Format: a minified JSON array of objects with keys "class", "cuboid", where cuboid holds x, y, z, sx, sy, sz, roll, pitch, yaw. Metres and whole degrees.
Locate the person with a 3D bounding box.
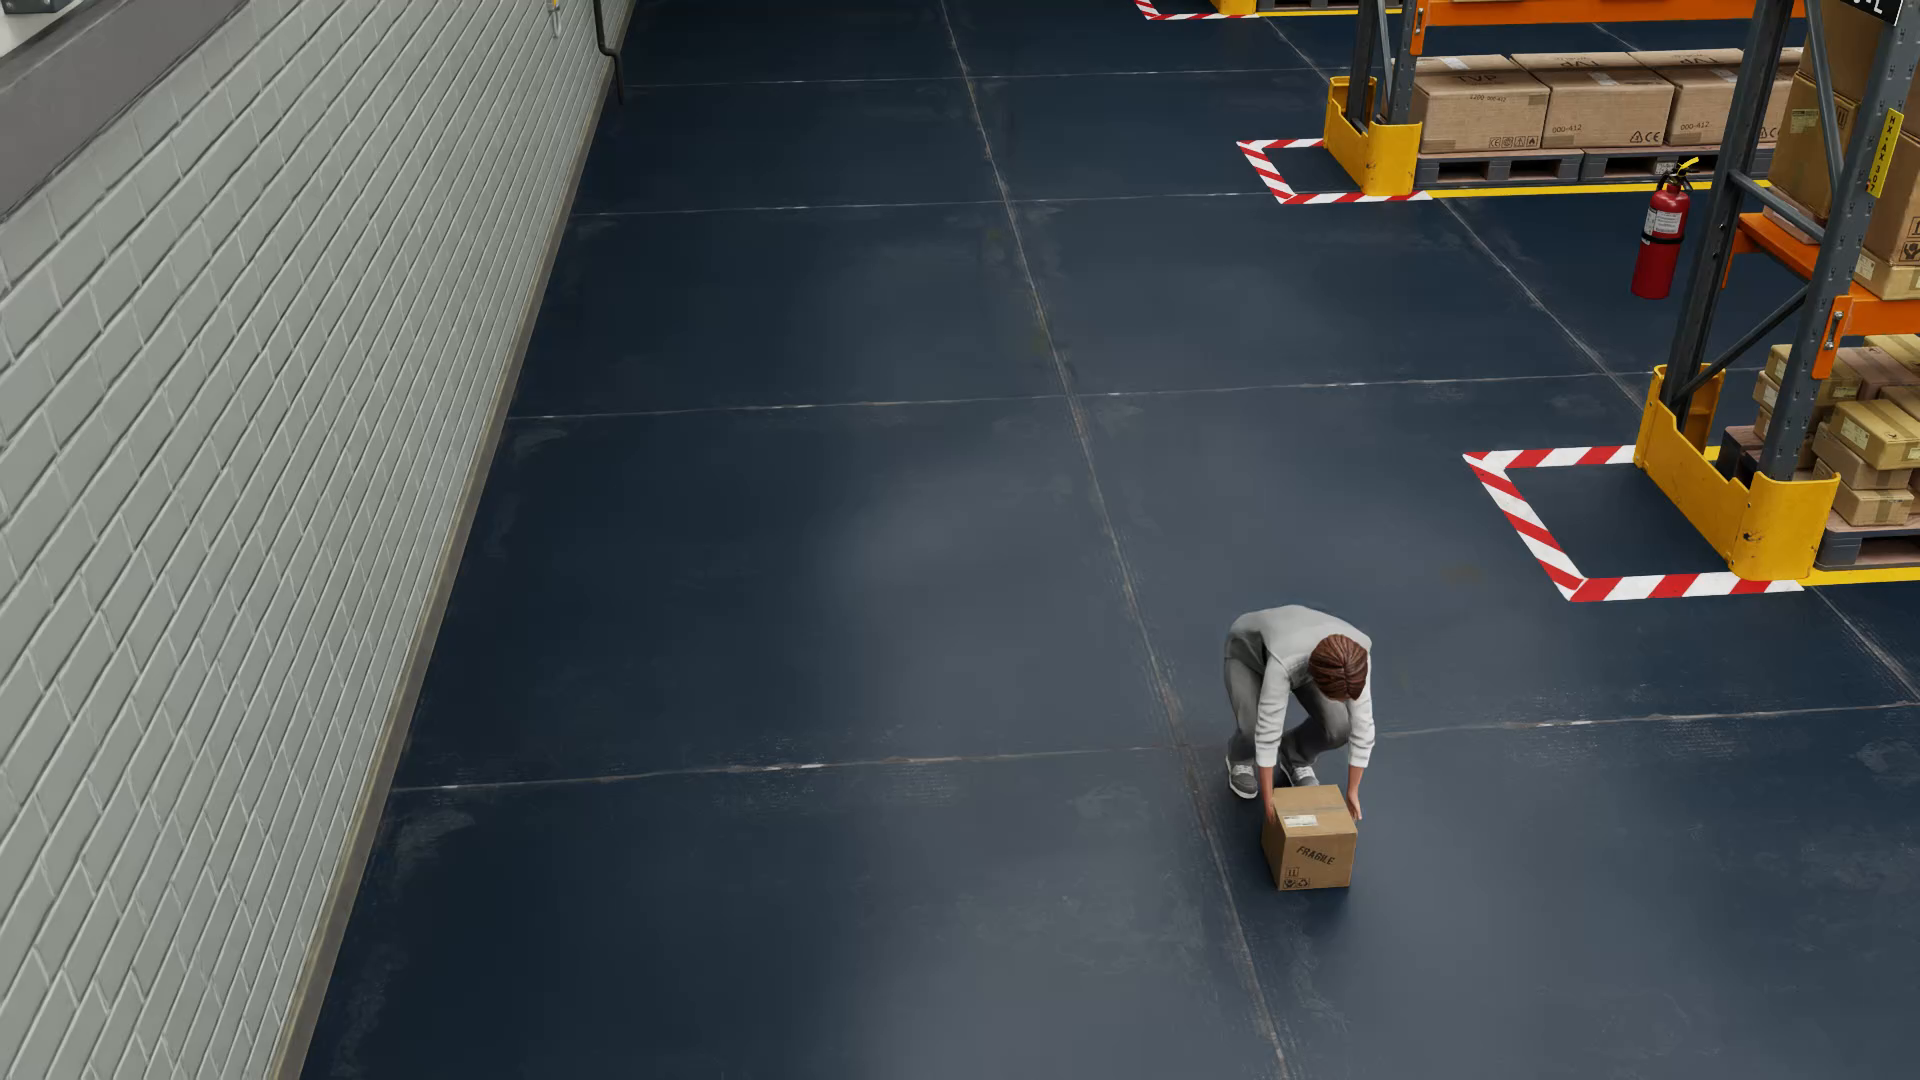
[{"class":"person","cuboid":[1.192,0.568,5.908,0.444,0.878,0.796,-3,32,-5]}]
